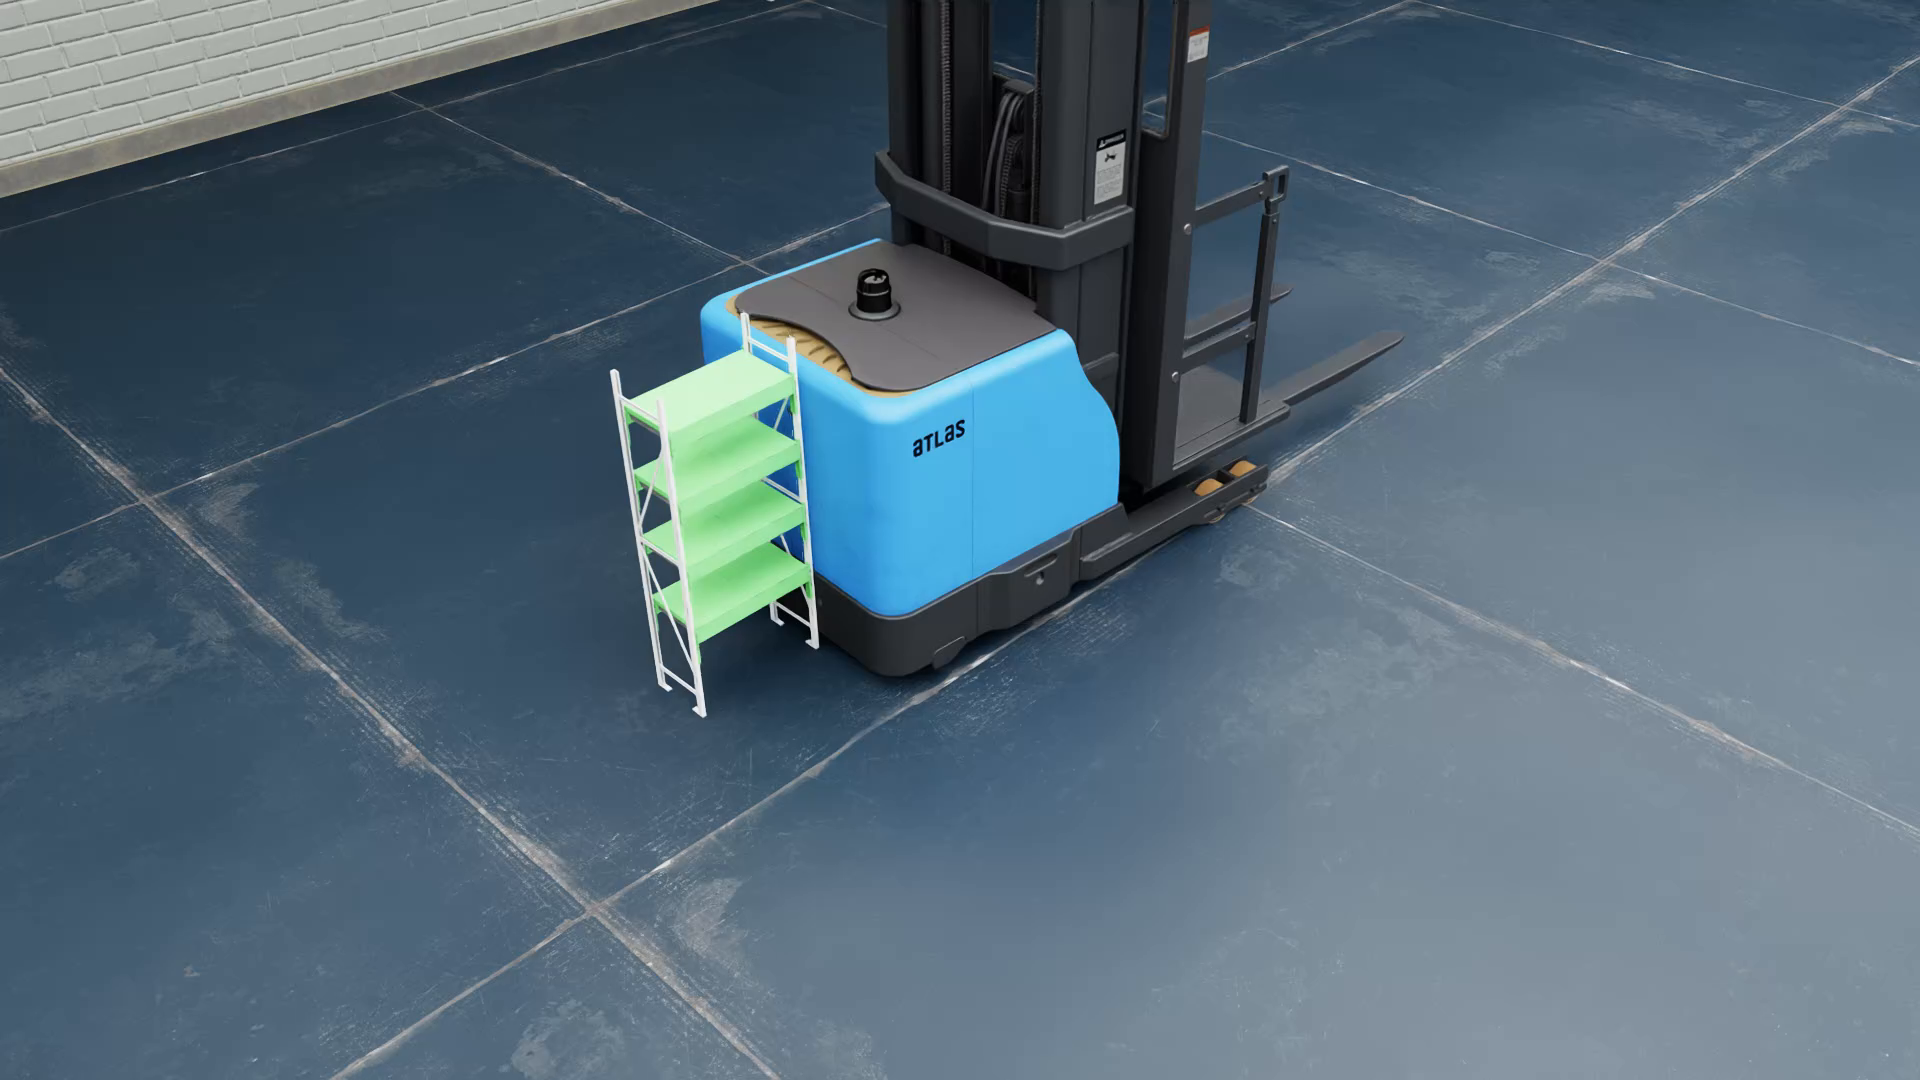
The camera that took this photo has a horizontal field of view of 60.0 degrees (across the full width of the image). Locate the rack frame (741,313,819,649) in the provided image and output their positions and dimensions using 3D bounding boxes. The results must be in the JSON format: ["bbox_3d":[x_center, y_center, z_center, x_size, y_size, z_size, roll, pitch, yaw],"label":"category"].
[{"bbox_3d":[-0.581,-0.165,5.422,0.240,1.200,0.015,30,46,35],"label":"rack frame"}]

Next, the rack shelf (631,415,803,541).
[{"bbox_3d":[-0.755,-0.206,5.180,0.258,0.148,0.480,30,46,35],"label":"rack shelf"}]

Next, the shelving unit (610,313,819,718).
[{"bbox_3d":[-0.753,-0.063,5.283,0.258,1.200,0.503,30,46,35],"label":"shelving unit"}]

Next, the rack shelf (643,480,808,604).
[{"bbox_3d":[-0.752,-0.011,5.320,0.258,0.148,0.480,30,46,35],"label":"rack shelf"}]

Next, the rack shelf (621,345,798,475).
[{"bbox_3d":[-0.758,-0.401,5.041,0.258,0.148,0.480,30,46,35],"label":"rack shelf"}]

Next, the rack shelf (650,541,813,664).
[{"bbox_3d":[-0.749,0.185,5.460,0.258,0.148,0.480,30,46,35],"label":"rack shelf"}]

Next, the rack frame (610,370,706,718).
[{"bbox_3d":[-0.925,0.040,5.144,0.240,1.200,0.015,30,46,35],"label":"rack frame"}]

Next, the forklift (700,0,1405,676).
[{"bbox_3d":[0.557,-1.467,5.791,3.031,2.935,1.130,-27,43,-33],"label":"forklift"}]
